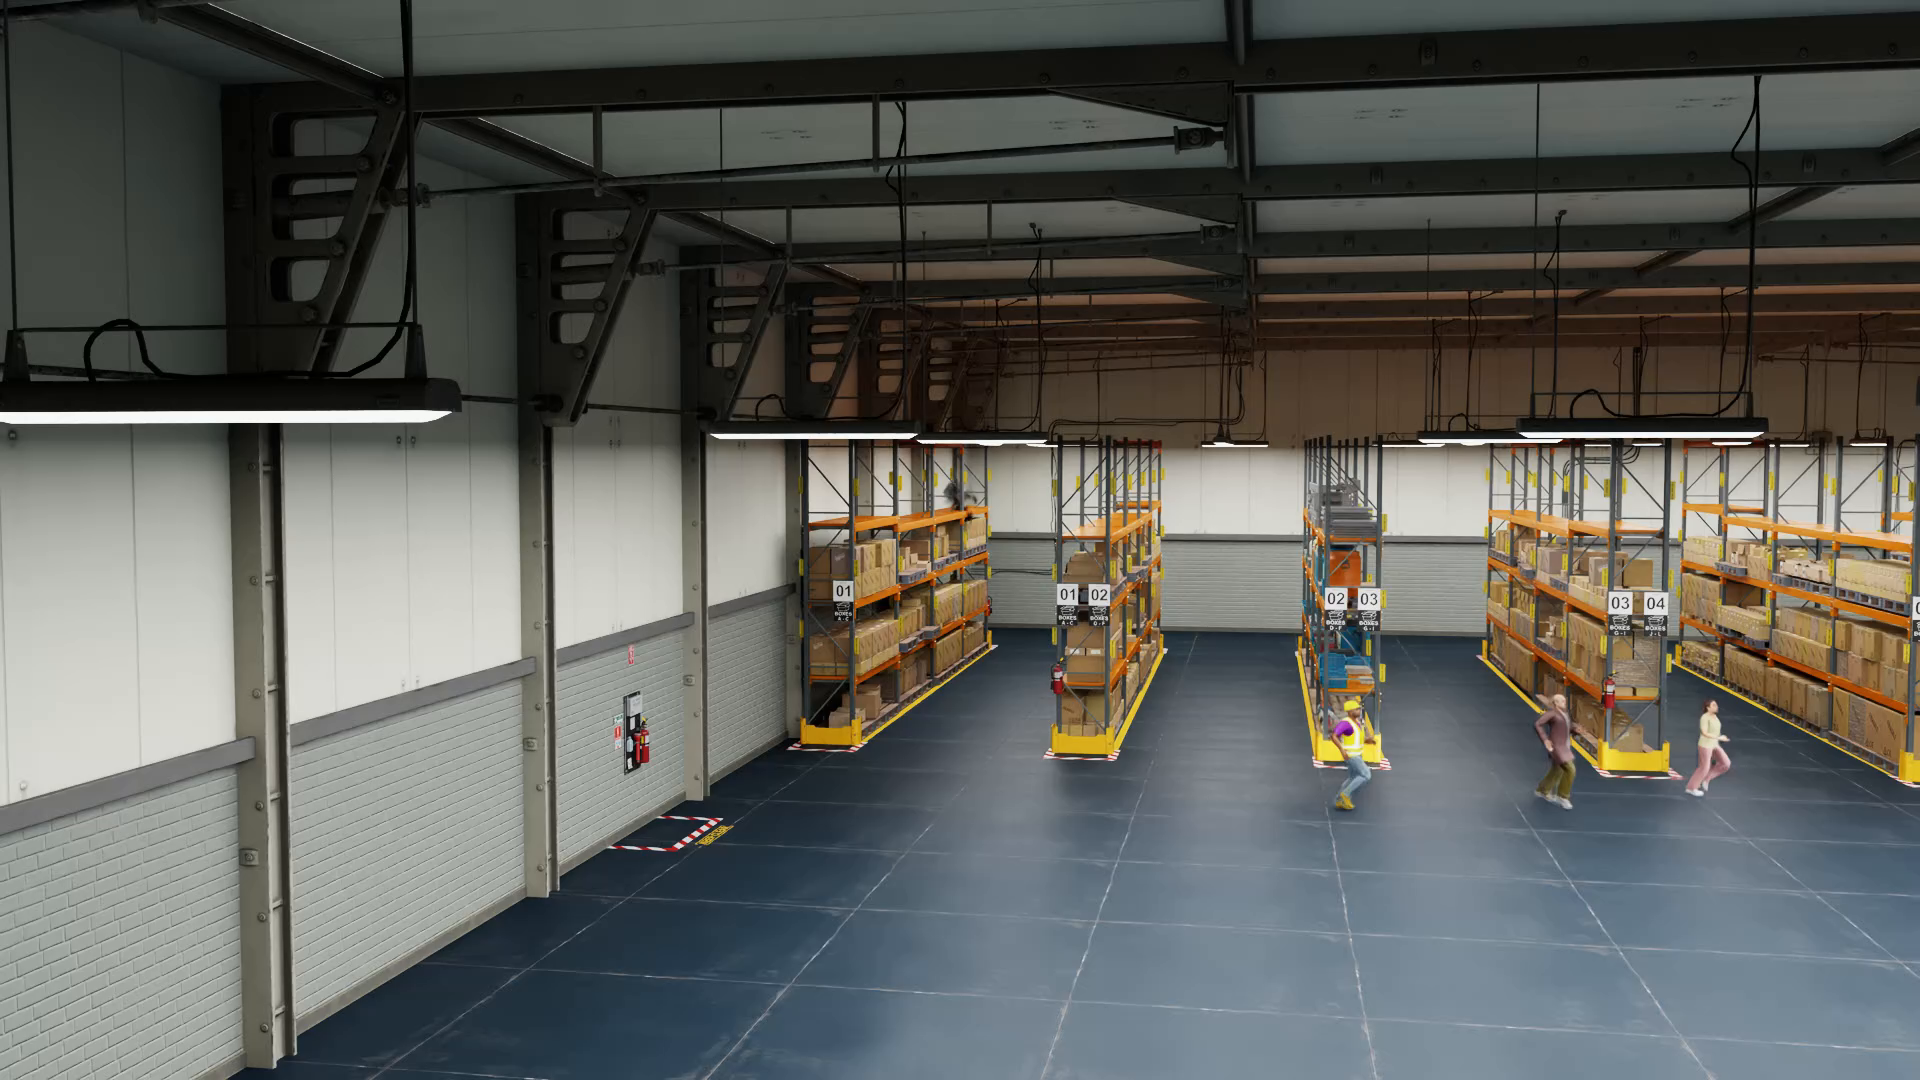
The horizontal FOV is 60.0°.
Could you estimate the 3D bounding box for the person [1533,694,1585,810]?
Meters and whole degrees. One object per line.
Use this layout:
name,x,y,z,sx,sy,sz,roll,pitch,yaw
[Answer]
person,9.618,3.391,26.698,0.824,1.835,0.675,3,4,41

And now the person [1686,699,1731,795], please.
person,12.379,3.417,27.447,0.601,1.625,0.714,-2,4,-39

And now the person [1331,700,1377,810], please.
person,6.269,3.409,26.379,0.644,1.724,0.682,2,3,26

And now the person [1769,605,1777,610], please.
person,21.118,2.522,43.228,0.710,1.744,0.770,0,3,0
